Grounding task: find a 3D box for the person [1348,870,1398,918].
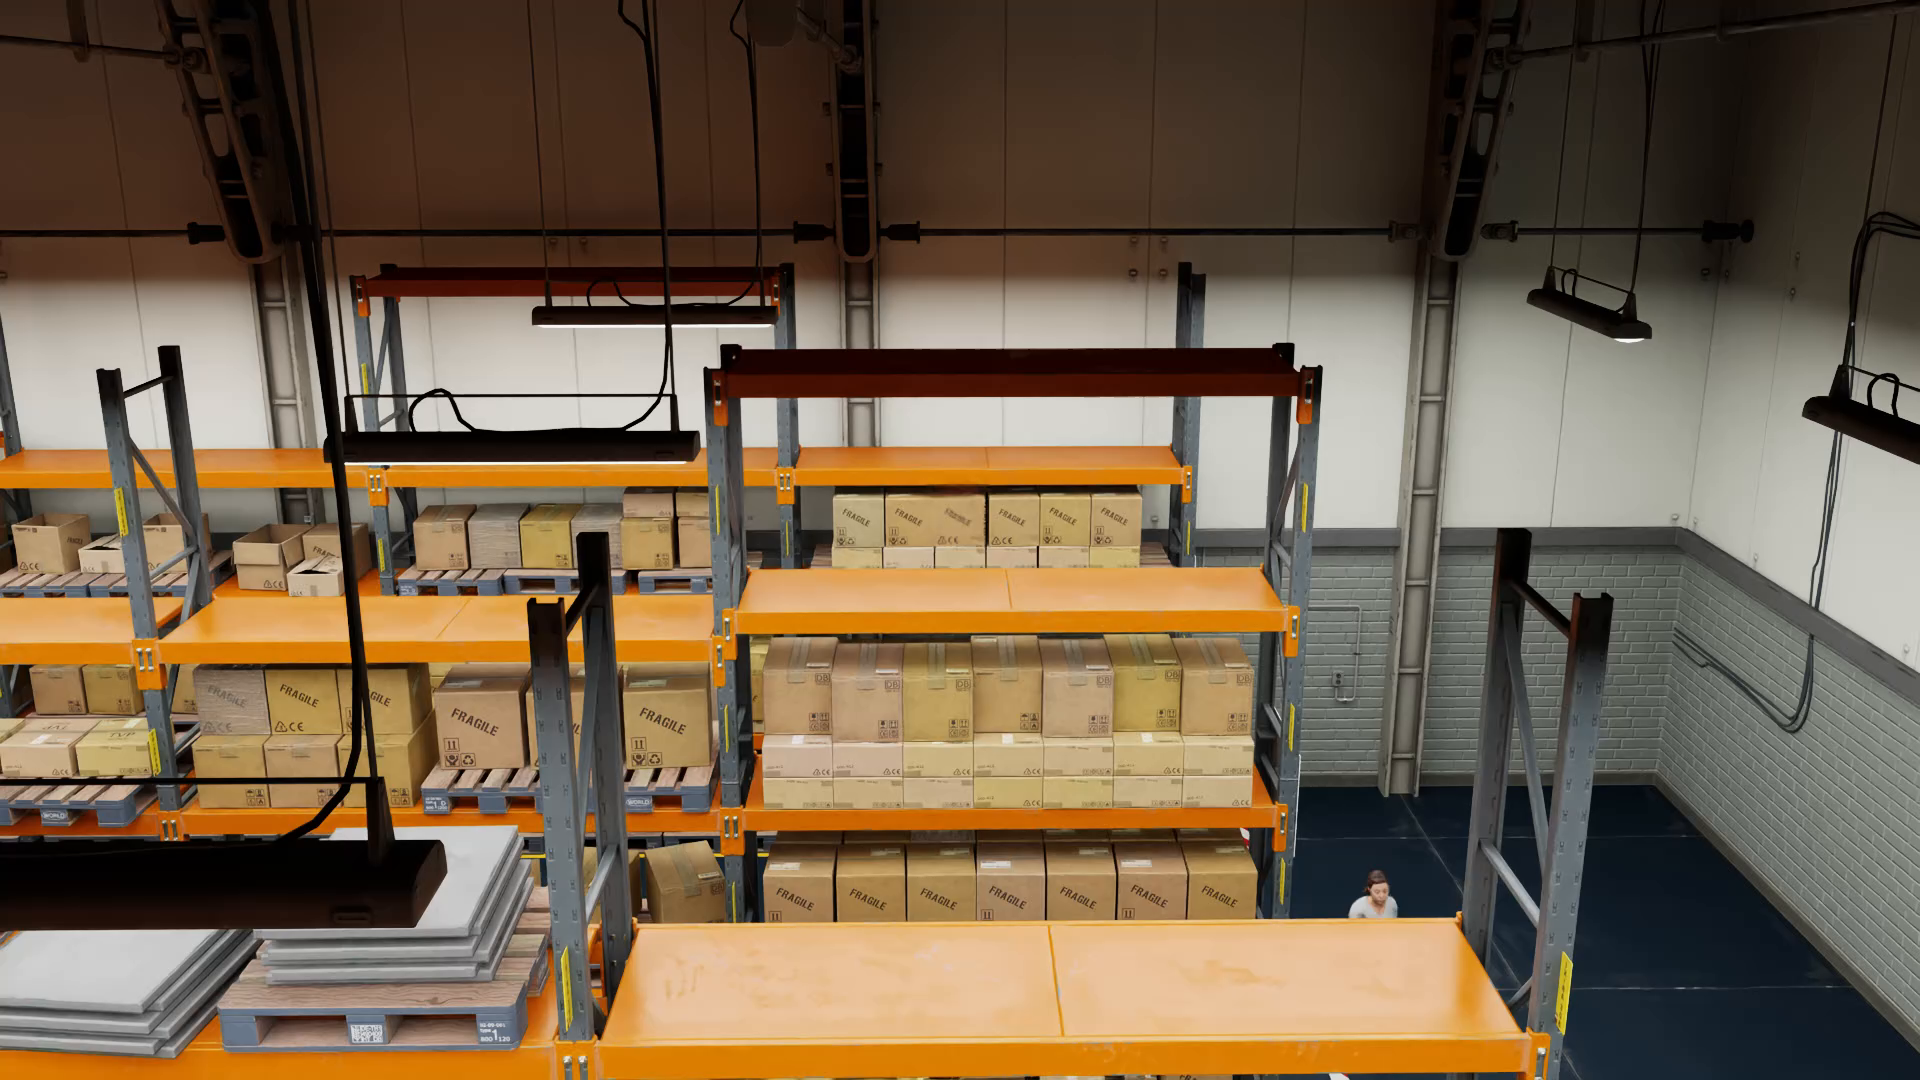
[{"bbox_3d":[3.395,3.448,13.761,0.546,1.647,0.738,-3,17,-12],"label":"person"}]
